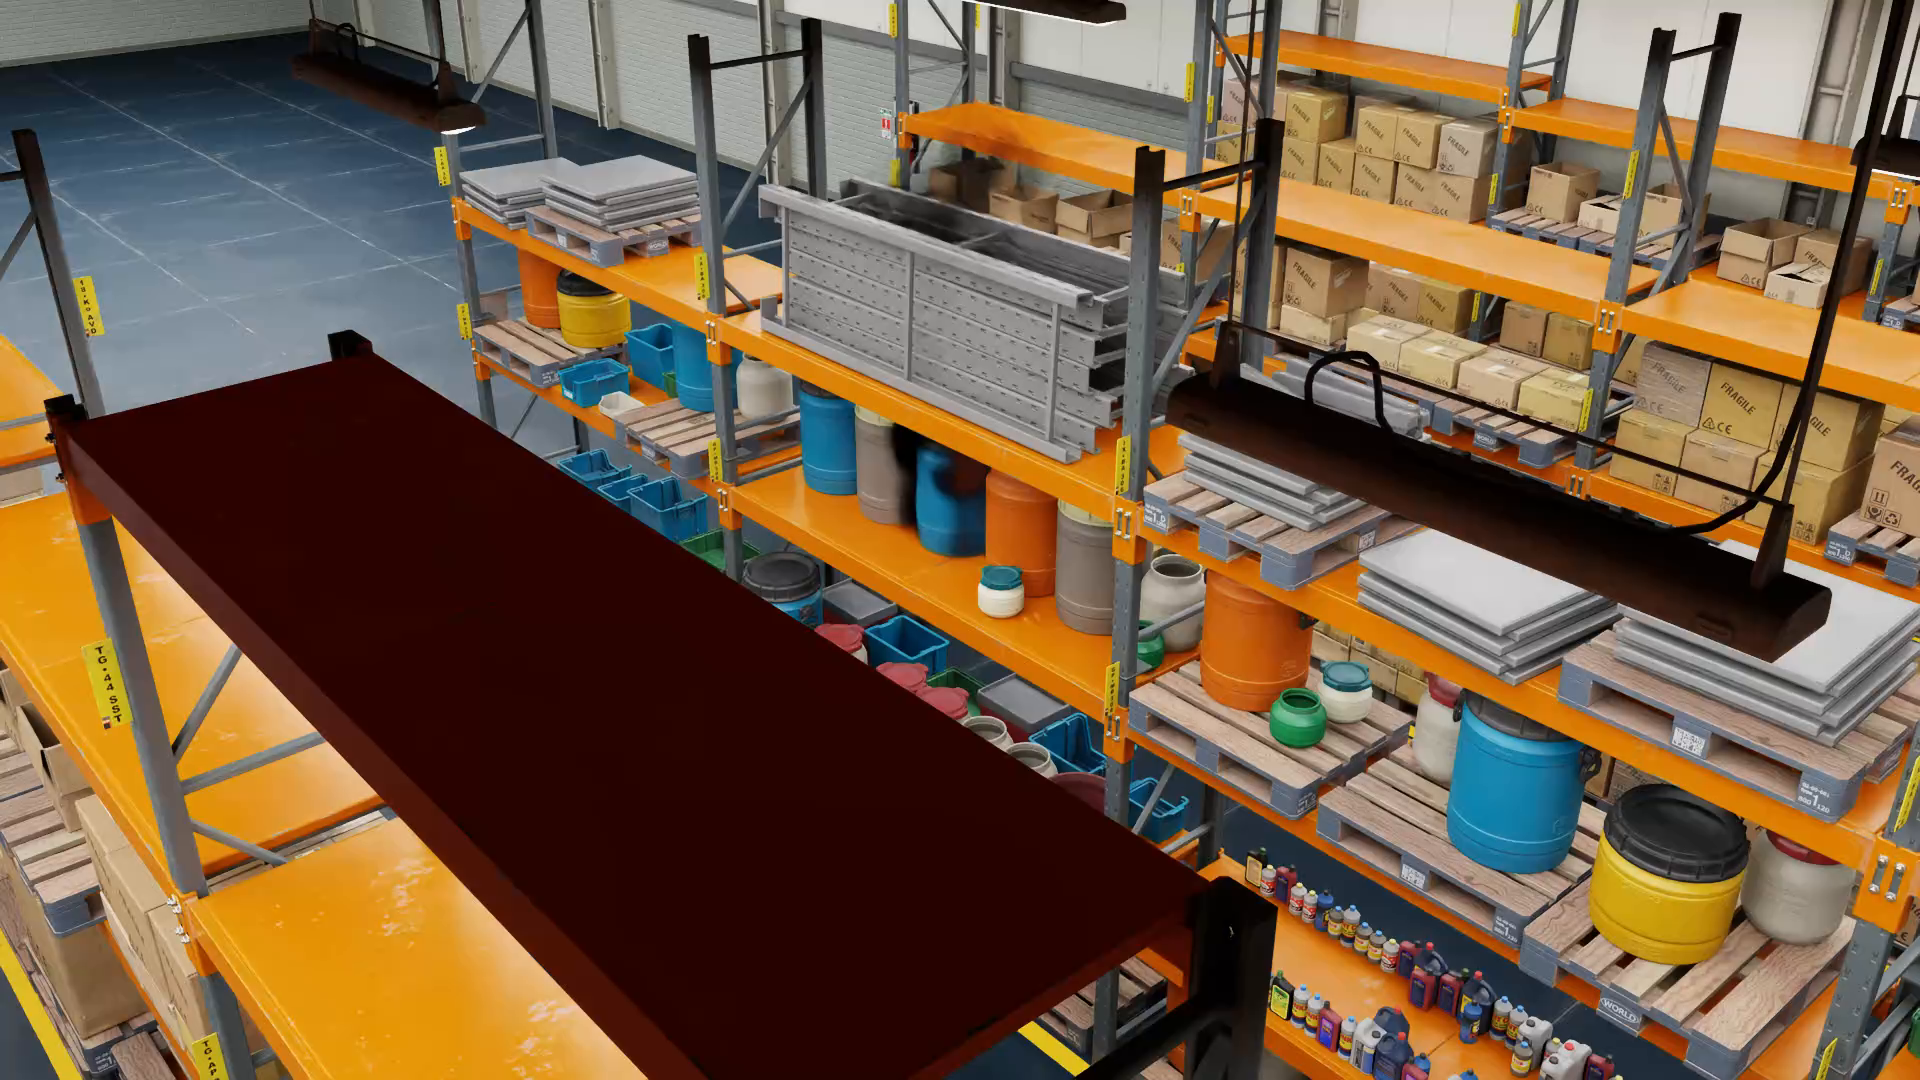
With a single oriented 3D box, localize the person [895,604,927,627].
[{"bbox_3d":[-0.417,0.570,14.625,0.538,1.611,0.751,-8,28,-15],"label":"person"}]
